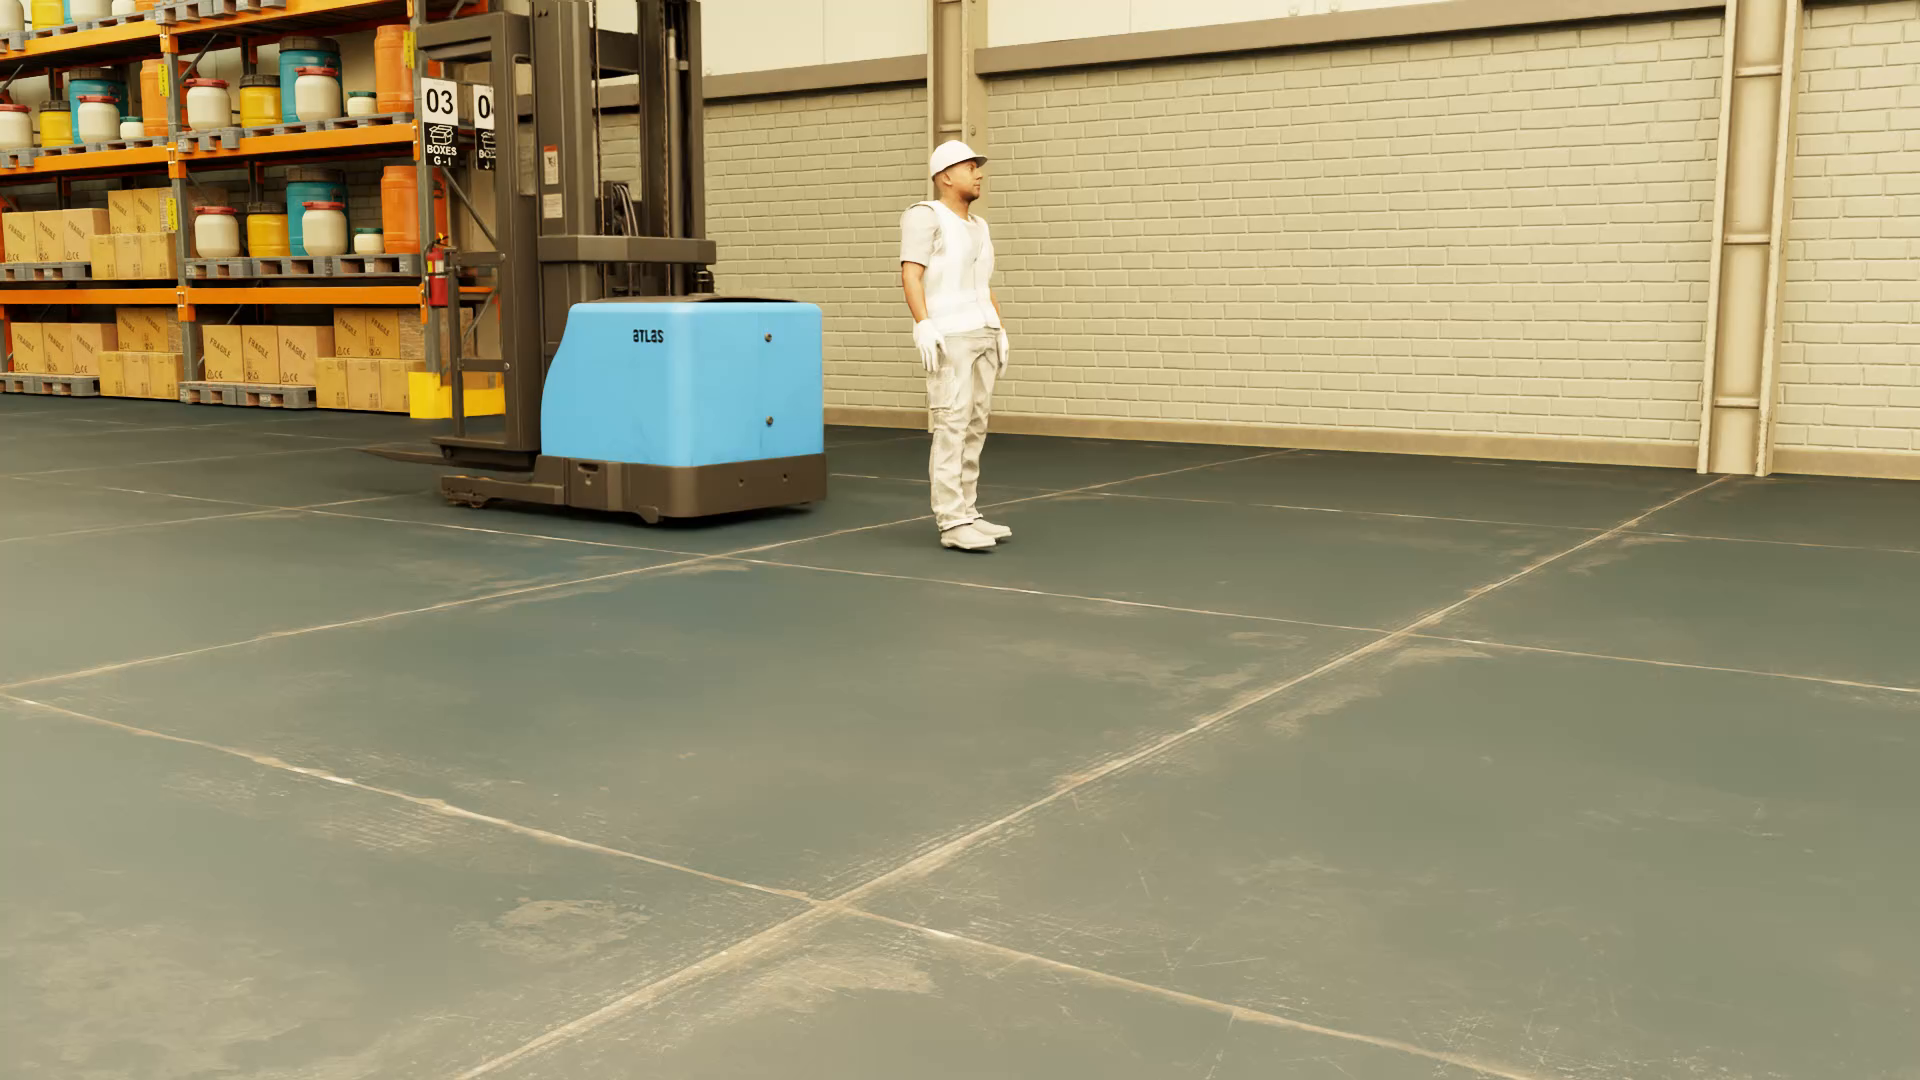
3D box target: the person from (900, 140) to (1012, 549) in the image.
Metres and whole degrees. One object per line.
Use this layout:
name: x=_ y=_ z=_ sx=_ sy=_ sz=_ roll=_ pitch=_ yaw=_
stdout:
person: x=0.056 y=-0.883 z=7.431 sx=0.575 sy=1.784 sz=0.656 roll=5 pitch=10 yaw=34

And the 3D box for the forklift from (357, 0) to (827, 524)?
forklift: x=-2.155 y=-1.669 z=8.932 sx=3.031 sy=2.935 sz=1.130 roll=6 pitch=10 yaw=38
